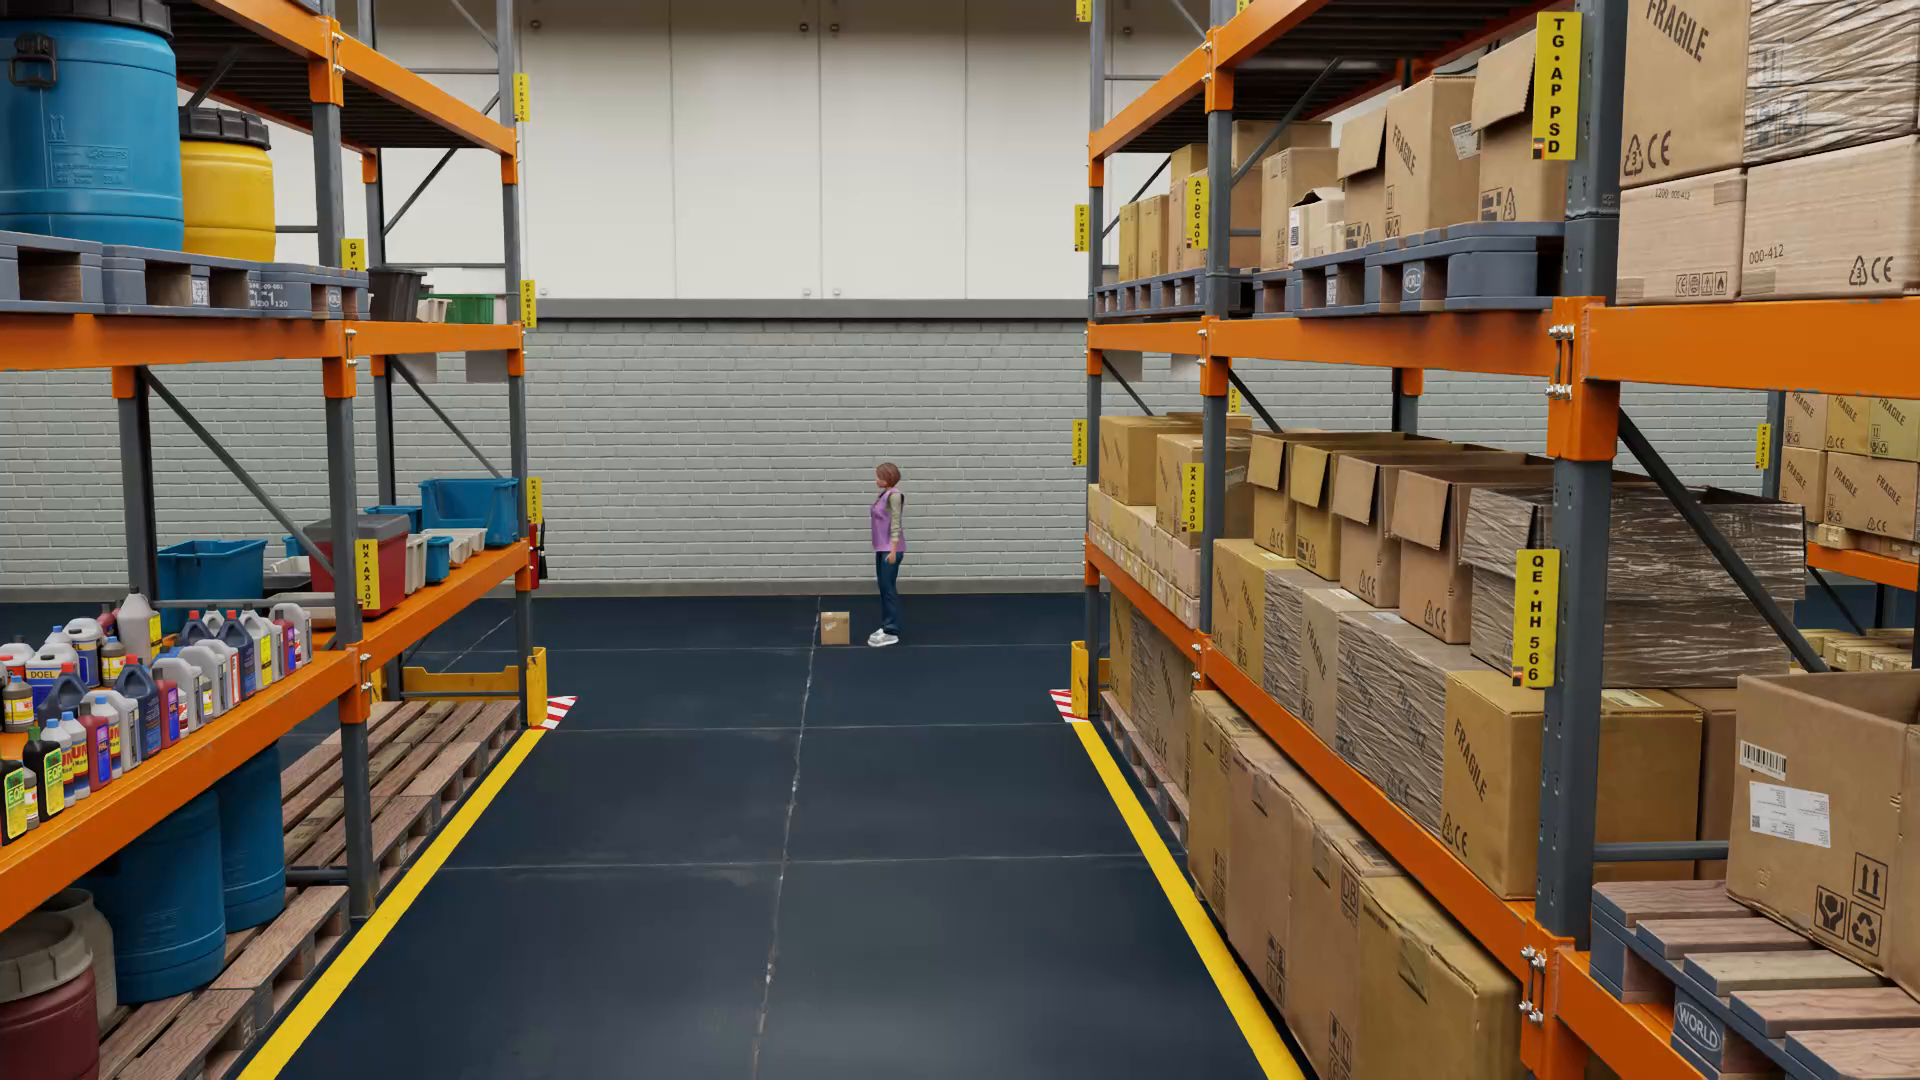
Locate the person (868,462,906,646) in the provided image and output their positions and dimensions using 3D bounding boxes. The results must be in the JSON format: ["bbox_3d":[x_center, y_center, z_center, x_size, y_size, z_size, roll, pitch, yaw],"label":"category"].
[{"bbox_3d":[-0.669,0.112,14.817,0.373,1.610,0.449,-2,7,-16],"label":"person"}]
